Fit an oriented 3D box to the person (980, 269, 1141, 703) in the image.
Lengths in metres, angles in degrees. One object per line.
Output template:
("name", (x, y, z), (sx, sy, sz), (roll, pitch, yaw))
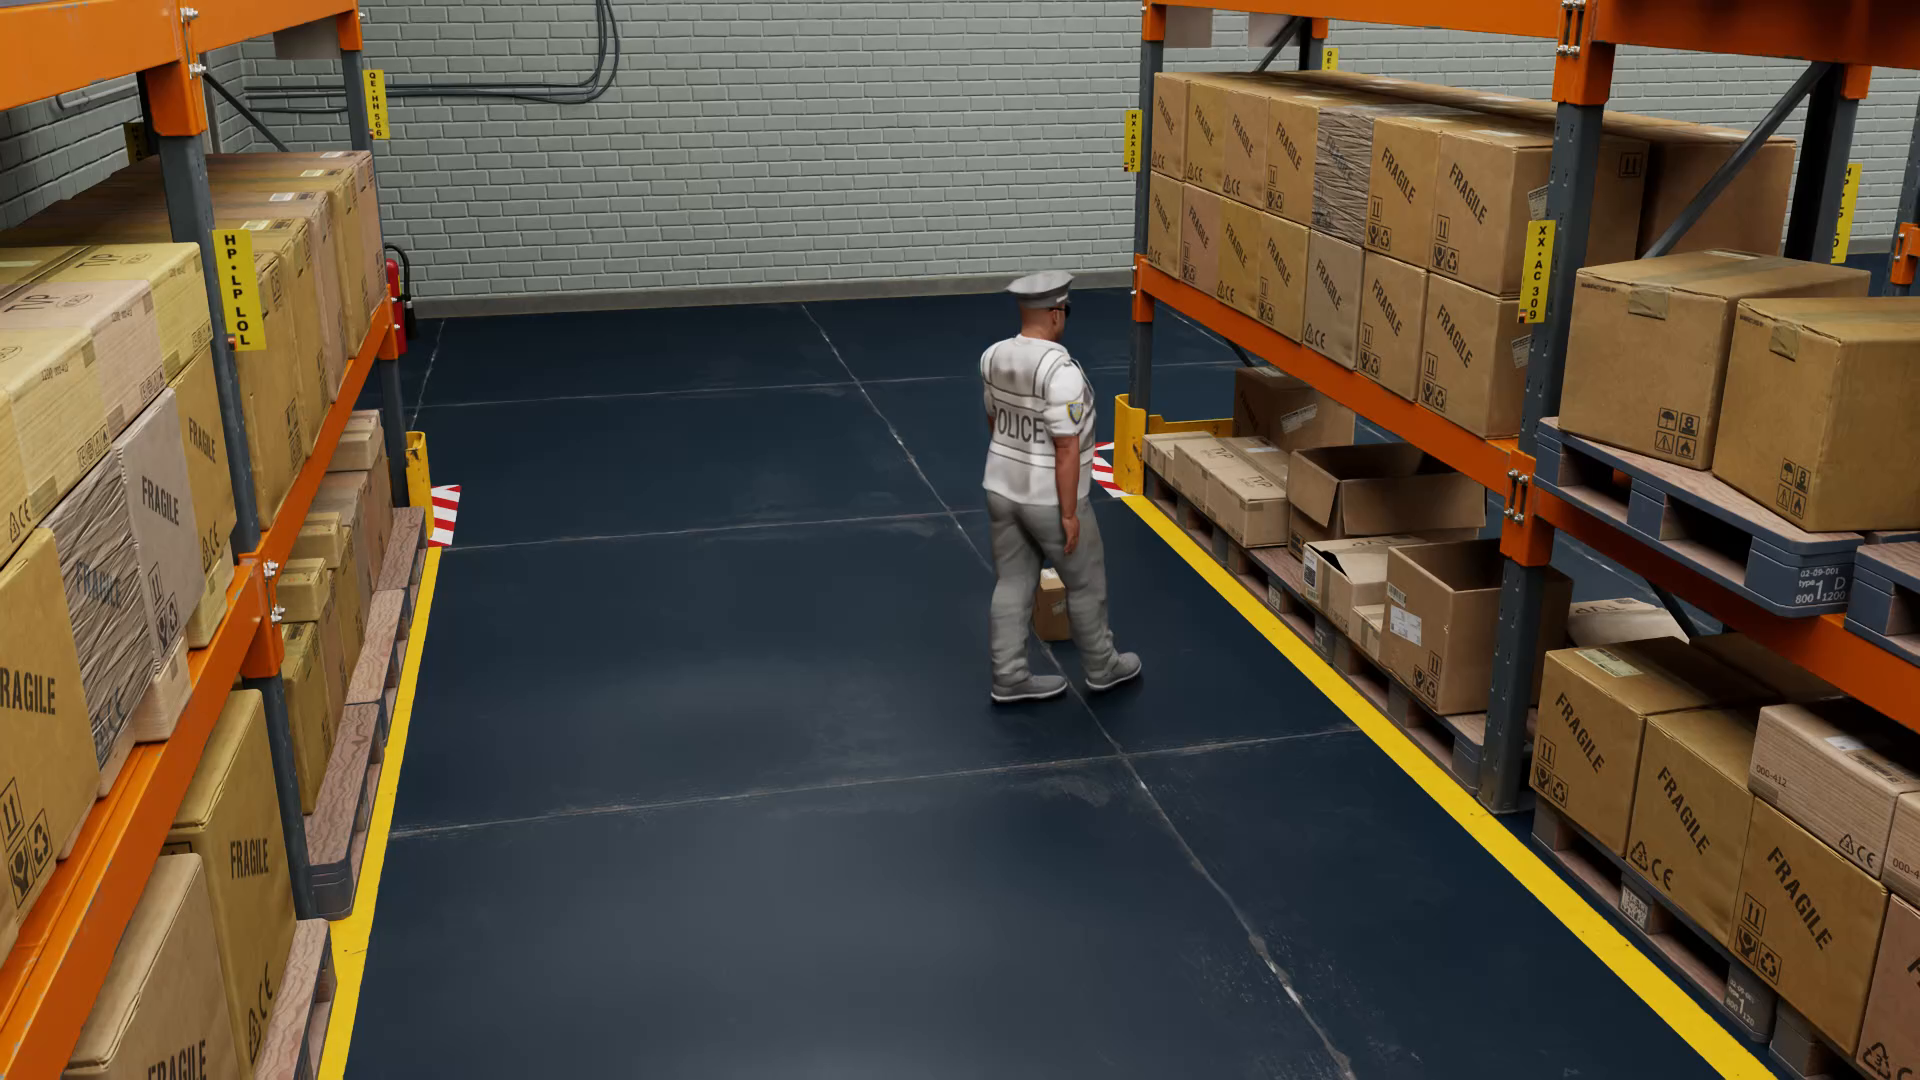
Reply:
("person", (0.422, -0.217, 6.653), (0.682, 1.740, 0.523), (-17, 26, -40))
